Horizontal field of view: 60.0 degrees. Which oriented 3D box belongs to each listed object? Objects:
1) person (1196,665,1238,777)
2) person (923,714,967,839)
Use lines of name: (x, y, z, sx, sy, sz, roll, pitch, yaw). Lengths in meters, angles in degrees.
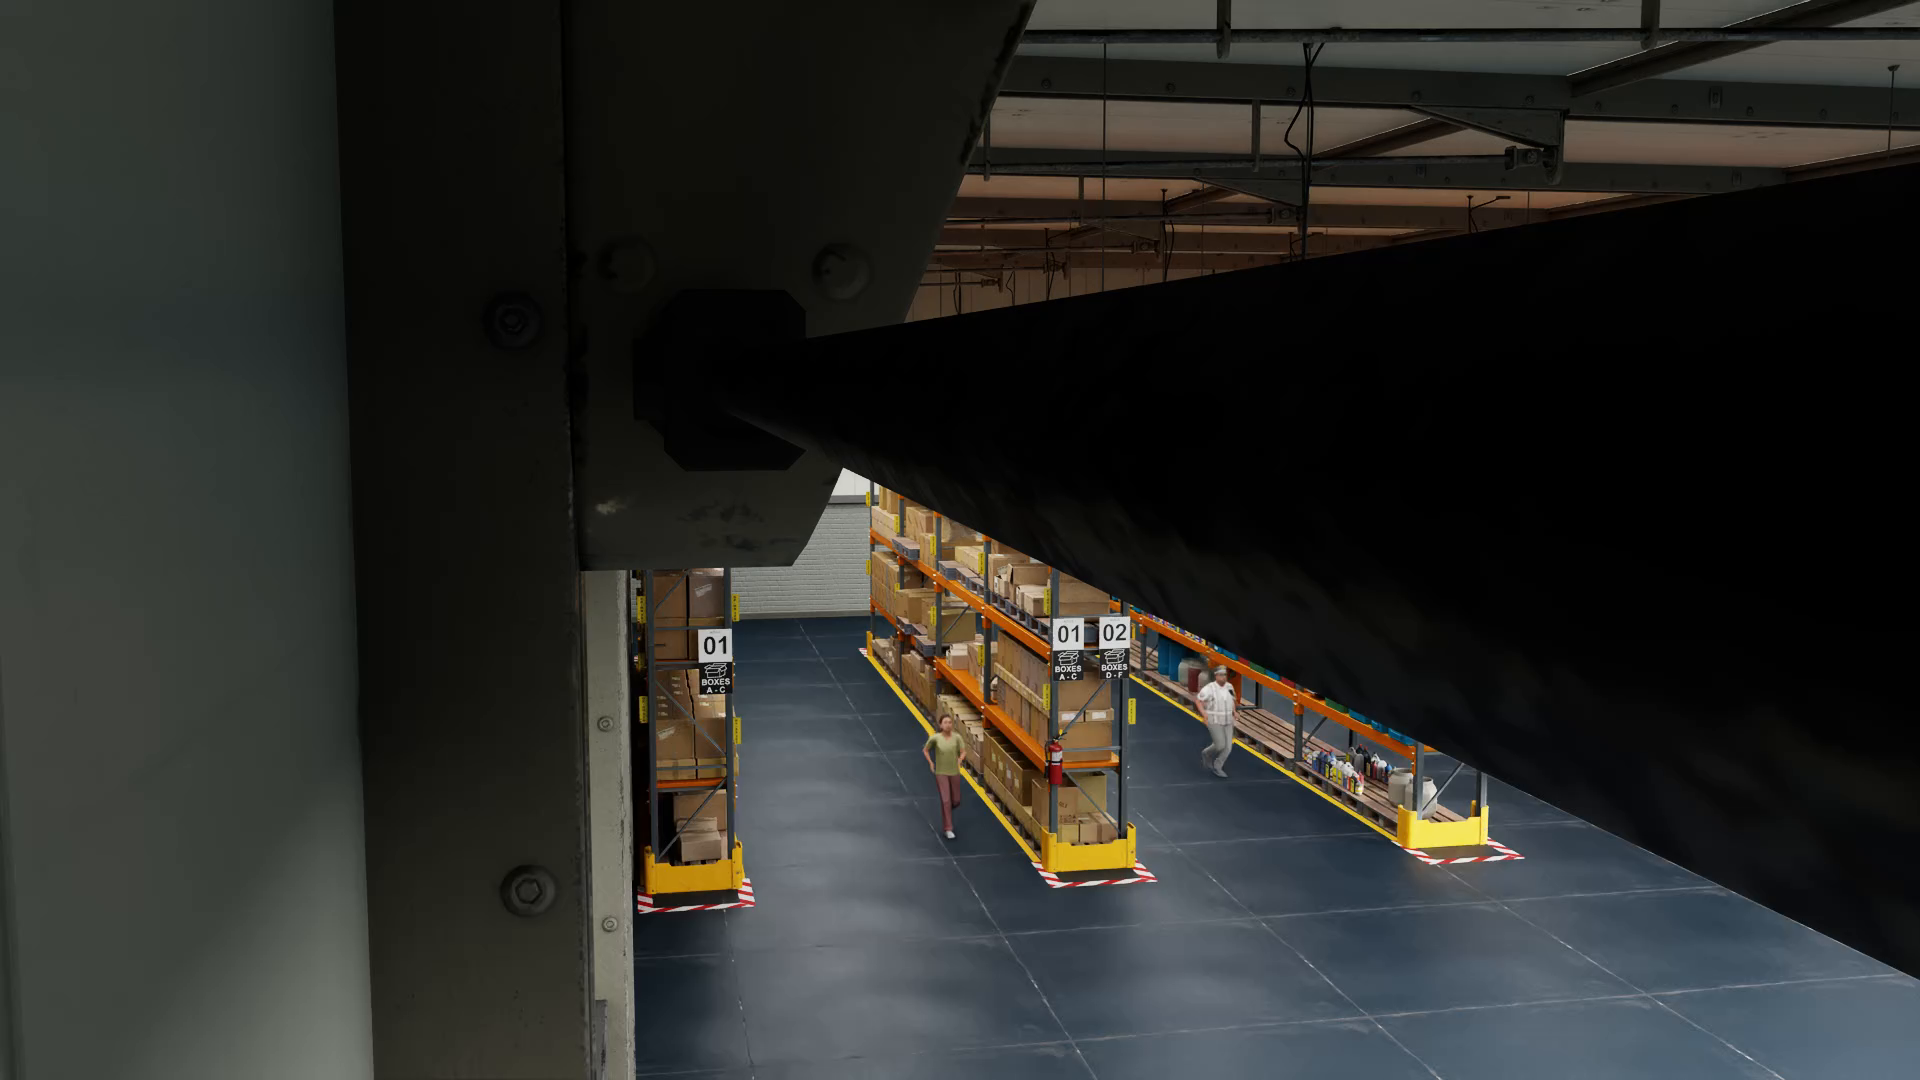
person: (4.027, 2.792, 25.640, 0.658, 1.739, 0.591, -2, 6, -23)
person: (-0.193, 3.164, 22.544, 0.589, 1.635, 0.802, -2, 6, -14)
